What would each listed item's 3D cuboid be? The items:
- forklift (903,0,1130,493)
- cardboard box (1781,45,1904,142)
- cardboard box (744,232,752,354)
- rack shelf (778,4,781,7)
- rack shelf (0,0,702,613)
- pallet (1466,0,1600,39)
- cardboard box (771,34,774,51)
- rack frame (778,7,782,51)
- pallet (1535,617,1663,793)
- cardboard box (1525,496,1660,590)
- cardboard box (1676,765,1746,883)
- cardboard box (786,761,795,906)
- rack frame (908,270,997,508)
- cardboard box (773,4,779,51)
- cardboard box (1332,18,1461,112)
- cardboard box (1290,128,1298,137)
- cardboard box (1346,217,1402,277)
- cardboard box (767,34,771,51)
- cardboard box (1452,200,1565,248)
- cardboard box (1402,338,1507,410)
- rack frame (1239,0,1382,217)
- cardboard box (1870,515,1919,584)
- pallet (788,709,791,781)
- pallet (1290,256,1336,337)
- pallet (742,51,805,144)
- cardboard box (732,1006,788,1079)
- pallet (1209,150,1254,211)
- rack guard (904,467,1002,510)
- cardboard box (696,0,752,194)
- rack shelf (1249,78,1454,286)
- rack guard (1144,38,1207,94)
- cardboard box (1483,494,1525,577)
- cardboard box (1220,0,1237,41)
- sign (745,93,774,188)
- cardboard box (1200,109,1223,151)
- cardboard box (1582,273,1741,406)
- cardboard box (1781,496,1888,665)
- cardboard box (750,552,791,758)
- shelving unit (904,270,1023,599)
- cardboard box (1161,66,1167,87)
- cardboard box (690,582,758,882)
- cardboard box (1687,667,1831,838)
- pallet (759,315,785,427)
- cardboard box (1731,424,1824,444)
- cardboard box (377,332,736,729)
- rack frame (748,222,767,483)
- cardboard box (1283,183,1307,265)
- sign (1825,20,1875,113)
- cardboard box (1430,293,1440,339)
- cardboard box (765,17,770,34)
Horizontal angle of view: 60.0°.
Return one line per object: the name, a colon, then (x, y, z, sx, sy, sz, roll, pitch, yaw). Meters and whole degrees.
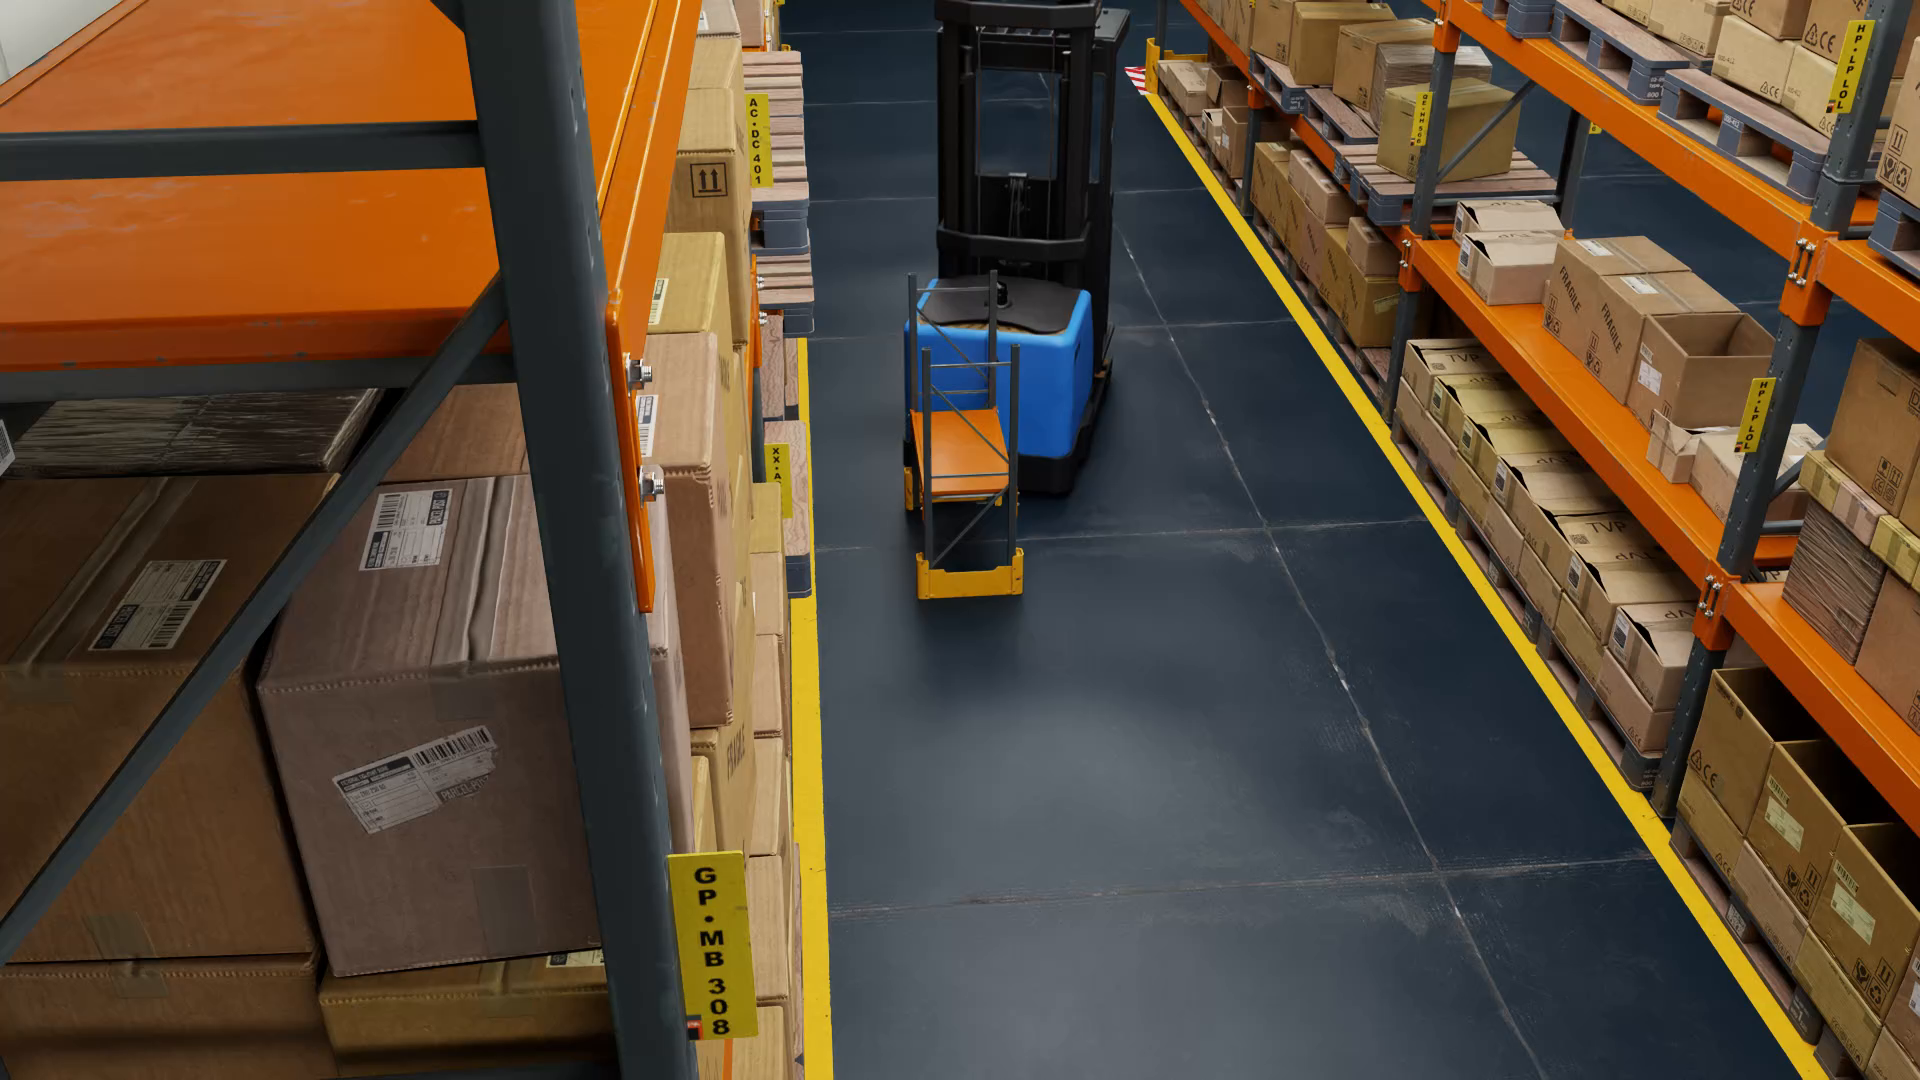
forklift: (0.452, -2.285, 10.717, 1.130, 2.935, 3.031, 6, 31, 10)
cardboard box: (3.648, -1.780, 6.616, 0.500, 0.250, 0.500, 0, 31, 1)
cardboard box: (-0.942, -0.914, 5.313, 0.500, 0.500, 0.500, -2, 31, -3)
rack shelf: (-2.170, -4.618, 15.259, 1.077, 0.370, 4.000, -3, 31, -5)
rack shelf: (-1.049, -1.066, 3.464, 1.077, 0.370, 4.000, -3, 31, -5)
pallet: (3.475, -2.968, 9.053, 1.213, 0.211, 1.003, -1, 31, -2)
cardboard box: (-1.593, -3.345, 12.018, 0.500, 0.500, 0.500, -3, 31, -4)
rack frame: (-2.357, -5.948, 16.784, 1.000, 3.000, 0.127, -3, 31, -5)
pallet: (3.589, 0.762, 8.269, 1.003, 0.211, 1.213, -3, 31, -5)
cardboard box: (3.274, -0.015, 8.575, 0.500, 0.311, 0.500, -3, 31, -5)
cardboard box: (3.438, 1.190, 7.104, 0.500, 0.250, 0.500, -3, 31, -5)
cardboard box: (-0.789, 0.972, 5.324, 0.500, 0.250, 0.500, -3, 31, -5)
rack frame: (-0.040, -0.860, 9.727, 0.500, 1.500, 0.032, -3, 31, -5)
cardboard box: (-2.017, -4.313, 13.753, 0.980, 0.700, 0.700, -2, 31, -4)
cardboard box: (3.175, -3.470, 12.127, 0.700, 0.500, 0.500, -11, 32, -17)
cardboard box: (3.034, -3.784, 15.494, 0.380, 0.166, 0.250, -3, 31, -5)
cardboard box: (2.992, -2.036, 11.511, 0.500, 0.250, 0.500, -2, 31, -3)
cardboard box: (-1.496, -3.139, 10.942, 0.500, 0.250, 0.500, -3, 31, -4)
cardboard box: (3.313, -1.877, 10.055, 0.500, 0.311, 0.500, -1, 31, -1)
cardboard box: (3.079, -1.062, 10.329, 0.500, 0.311, 0.500, -2, 31, -3)
rack frame: (2.949, -4.145, 13.765, 1.000, 3.000, 0.127, -3, 31, -5)
cardboard box: (3.578, 0.024, 6.055, 0.380, 0.149, 0.250, -4, 31, -6)
pallet: (-1.310, 0.978, 7.907, 1.003, 0.211, 1.213, -3, 31, -5)
pallet: (3.180, -1.910, 12.743, 1.003, 0.211, 1.213, -3, 31, -5)
pallet: (-1.287, -1.879, 7.228, 1.213, 0.211, 1.003, -3, 31, -5)
cardboard box: (-0.643, 1.443, 3.804, 0.500, 0.500, 0.500, -3, 31, -4)
pallet: (2.886, -3.299, 15.068, 1.003, 0.211, 1.213, -3, 31, -5)
rack guard: (-0.039, -0.323, 10.047, 0.587, 0.250, 0.087, -3, 31, -5)
cardboard box: (-0.919, -1.347, 5.064, 0.500, 0.500, 0.500, -5, 31, -9)
rack shelf: (3.136, -2.815, 12.240, 1.077, 0.370, 4.000, -3, 31, -5)
rack guard: (2.582, -5.076, 17.761, 1.175, 0.500, 0.348, -3, 31, -5)
cardboard box: (3.229, -0.038, 9.161, 0.500, 0.250, 0.500, -2, 31, -4)
cardboard box: (2.597, -4.694, 14.587, 0.500, 0.500, 0.500, -2, 31, -3)
sign: (-0.696, -1.361, 5.675, 0.100, 0.325, 0.005, -3, 31, -5)
cardboard box: (2.543, -3.840, 15.447, 0.500, 0.311, 0.500, -3, 31, -5)
cardboard box: (3.545, -1.021, 8.438, 0.500, 0.500, 0.500, -3, 31, -5)
cardboard box: (3.744, 0.122, 6.523, 0.700, 0.500, 0.500, -4, 31, -6)
cardboard box: (-0.831, 0.393, 5.562, 0.500, 0.500, 0.500, -3, 31, -5)
shelving unit: (0.007, -0.605, 9.301, 0.587, 1.500, 1.083, -3, 31, -5)
cardboard box: (2.295, -4.802, 17.199, 0.380, 0.166, 0.250, -3, 31, -5)
cardboard box: (-0.659, 0.423, 3.076, 0.500, 0.500, 0.500, -1, 31, -1)
cardboard box: (3.428, 0.869, 6.911, 0.500, 0.500, 0.500, -3, 31, -5)
pallet: (-1.383, -0.773, 8.306, 1.003, 0.211, 1.213, -3, 31, -5)
cardboard box: (3.817, -0.415, 7.766, 0.380, 0.149, 0.250, -3, 31, -5)
cardboard box: (-0.652, -0.015, 2.833, 0.500, 0.500, 0.500, -3, 31, -5)
rack frame: (-1.235, 0.178, 6.527, 1.000, 3.000, 0.127, -3, 31, -5)
cardboard box: (2.852, -2.475, 12.978, 0.500, 0.500, 0.500, -2, 31, -4)
sign: (3.157, -1.675, 5.893, 0.100, 0.325, 0.005, -3, 31, -5)
cardboard box: (3.510, -1.732, 11.734, 0.500, 0.500, 0.500, -4, 31, -6)
cardboard box: (-1.550, -3.399, 11.378, 0.500, 0.250, 0.500, -3, 31, -6)
